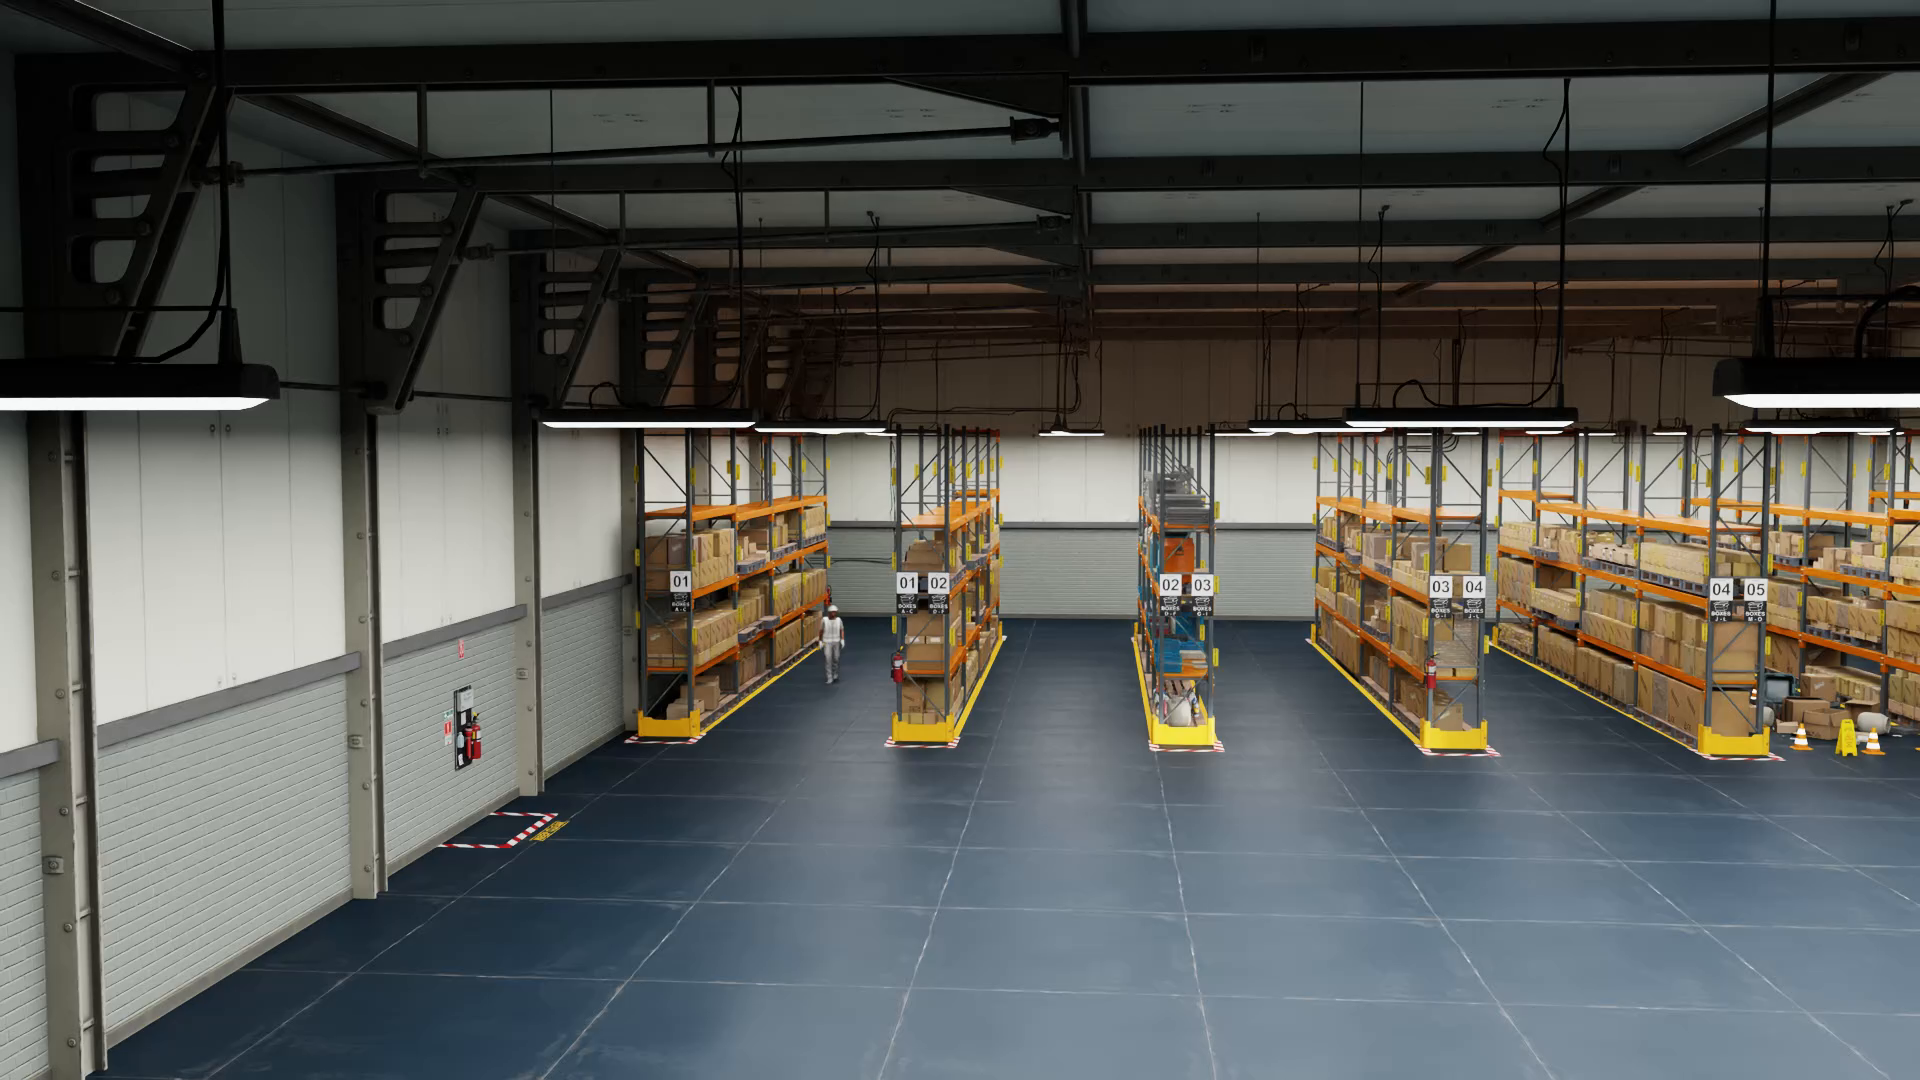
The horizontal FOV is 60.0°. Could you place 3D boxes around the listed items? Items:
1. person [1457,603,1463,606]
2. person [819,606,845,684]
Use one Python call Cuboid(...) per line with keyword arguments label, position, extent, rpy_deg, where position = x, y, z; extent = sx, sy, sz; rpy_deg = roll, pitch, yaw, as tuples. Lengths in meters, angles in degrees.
Cuboid(label="person", position=(13.719, 2.169, 45.598), extent=(0.628, 1.567, 0.726), rpy_deg=(1, 4, 17))
Cuboid(label="person", position=(-2.992, 2.455, 39.248), extent=(0.584, 1.786, 0.747), rpy_deg=(-1, 4, -18))
